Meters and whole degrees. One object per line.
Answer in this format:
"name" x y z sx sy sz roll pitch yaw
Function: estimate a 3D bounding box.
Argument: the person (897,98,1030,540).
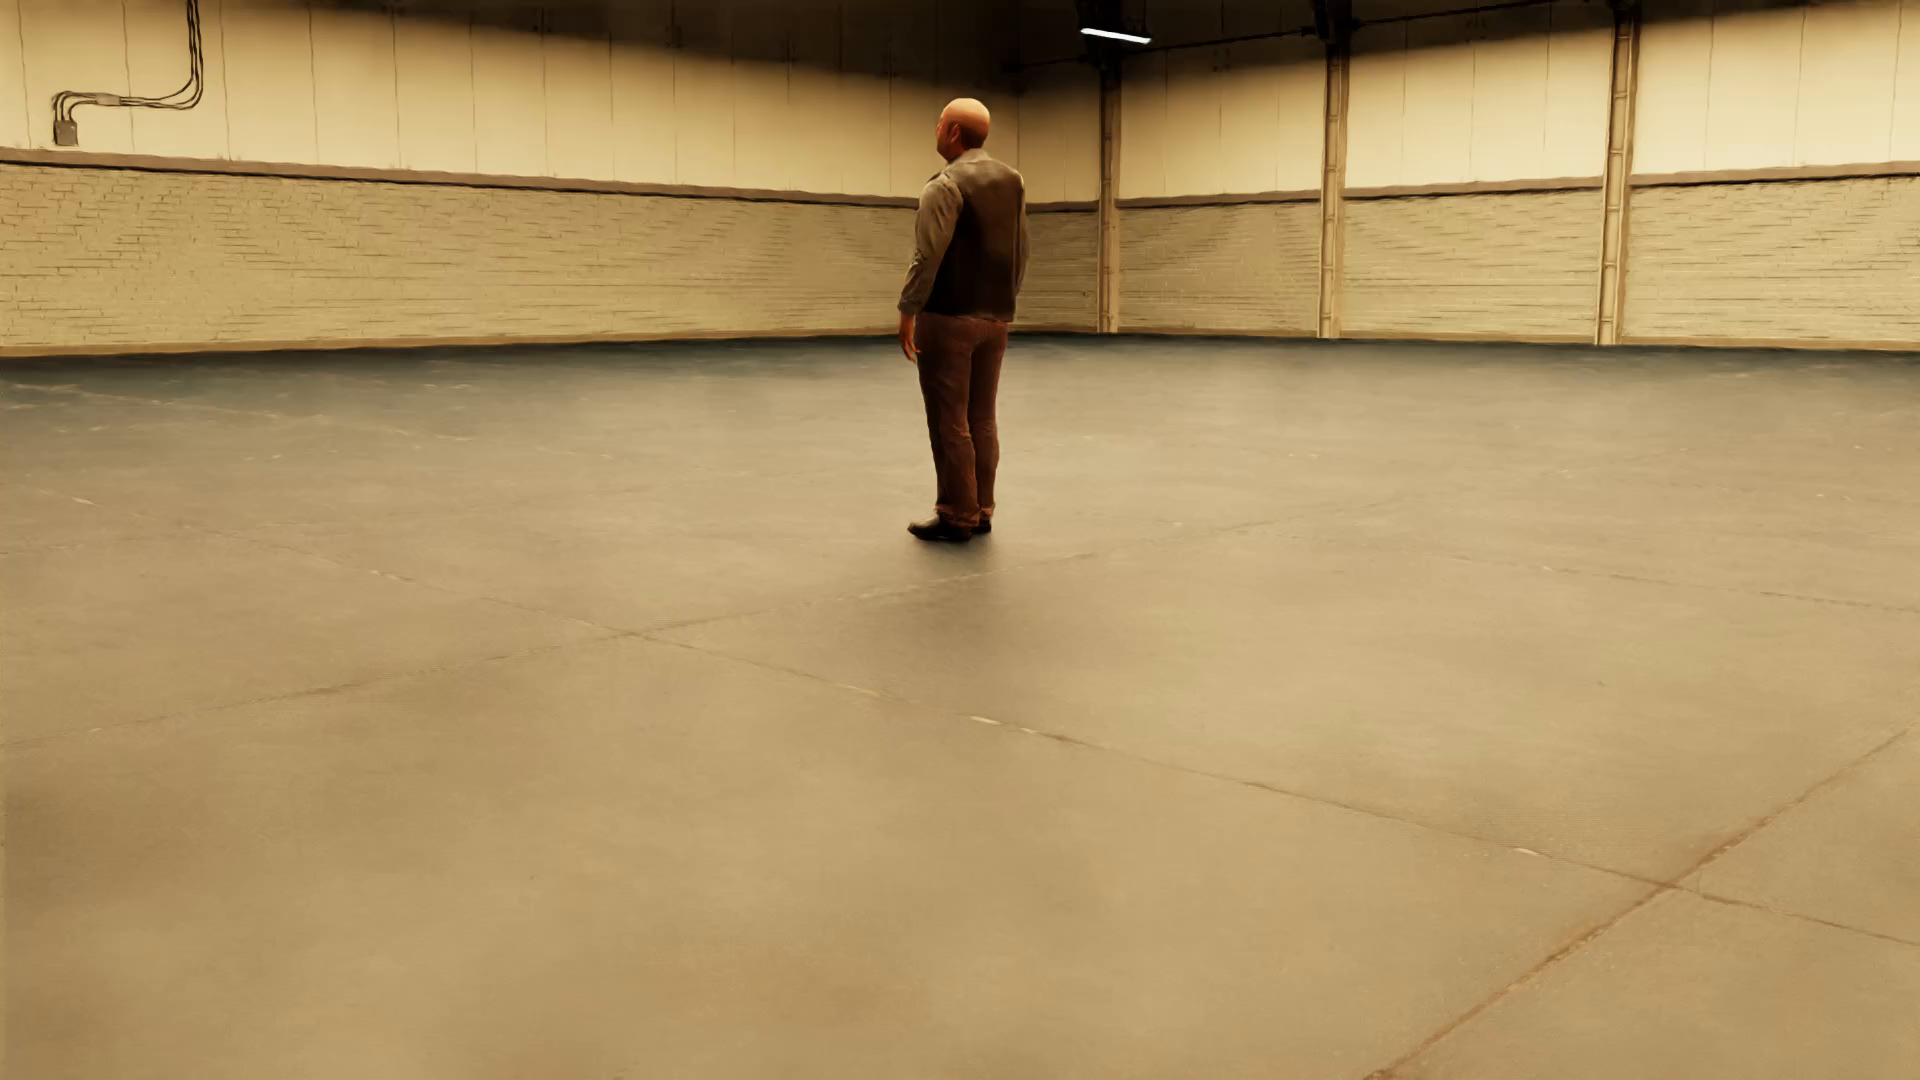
"person" -0.039 -0.866 6.637 0.567 1.720 0.632 8 12 43
